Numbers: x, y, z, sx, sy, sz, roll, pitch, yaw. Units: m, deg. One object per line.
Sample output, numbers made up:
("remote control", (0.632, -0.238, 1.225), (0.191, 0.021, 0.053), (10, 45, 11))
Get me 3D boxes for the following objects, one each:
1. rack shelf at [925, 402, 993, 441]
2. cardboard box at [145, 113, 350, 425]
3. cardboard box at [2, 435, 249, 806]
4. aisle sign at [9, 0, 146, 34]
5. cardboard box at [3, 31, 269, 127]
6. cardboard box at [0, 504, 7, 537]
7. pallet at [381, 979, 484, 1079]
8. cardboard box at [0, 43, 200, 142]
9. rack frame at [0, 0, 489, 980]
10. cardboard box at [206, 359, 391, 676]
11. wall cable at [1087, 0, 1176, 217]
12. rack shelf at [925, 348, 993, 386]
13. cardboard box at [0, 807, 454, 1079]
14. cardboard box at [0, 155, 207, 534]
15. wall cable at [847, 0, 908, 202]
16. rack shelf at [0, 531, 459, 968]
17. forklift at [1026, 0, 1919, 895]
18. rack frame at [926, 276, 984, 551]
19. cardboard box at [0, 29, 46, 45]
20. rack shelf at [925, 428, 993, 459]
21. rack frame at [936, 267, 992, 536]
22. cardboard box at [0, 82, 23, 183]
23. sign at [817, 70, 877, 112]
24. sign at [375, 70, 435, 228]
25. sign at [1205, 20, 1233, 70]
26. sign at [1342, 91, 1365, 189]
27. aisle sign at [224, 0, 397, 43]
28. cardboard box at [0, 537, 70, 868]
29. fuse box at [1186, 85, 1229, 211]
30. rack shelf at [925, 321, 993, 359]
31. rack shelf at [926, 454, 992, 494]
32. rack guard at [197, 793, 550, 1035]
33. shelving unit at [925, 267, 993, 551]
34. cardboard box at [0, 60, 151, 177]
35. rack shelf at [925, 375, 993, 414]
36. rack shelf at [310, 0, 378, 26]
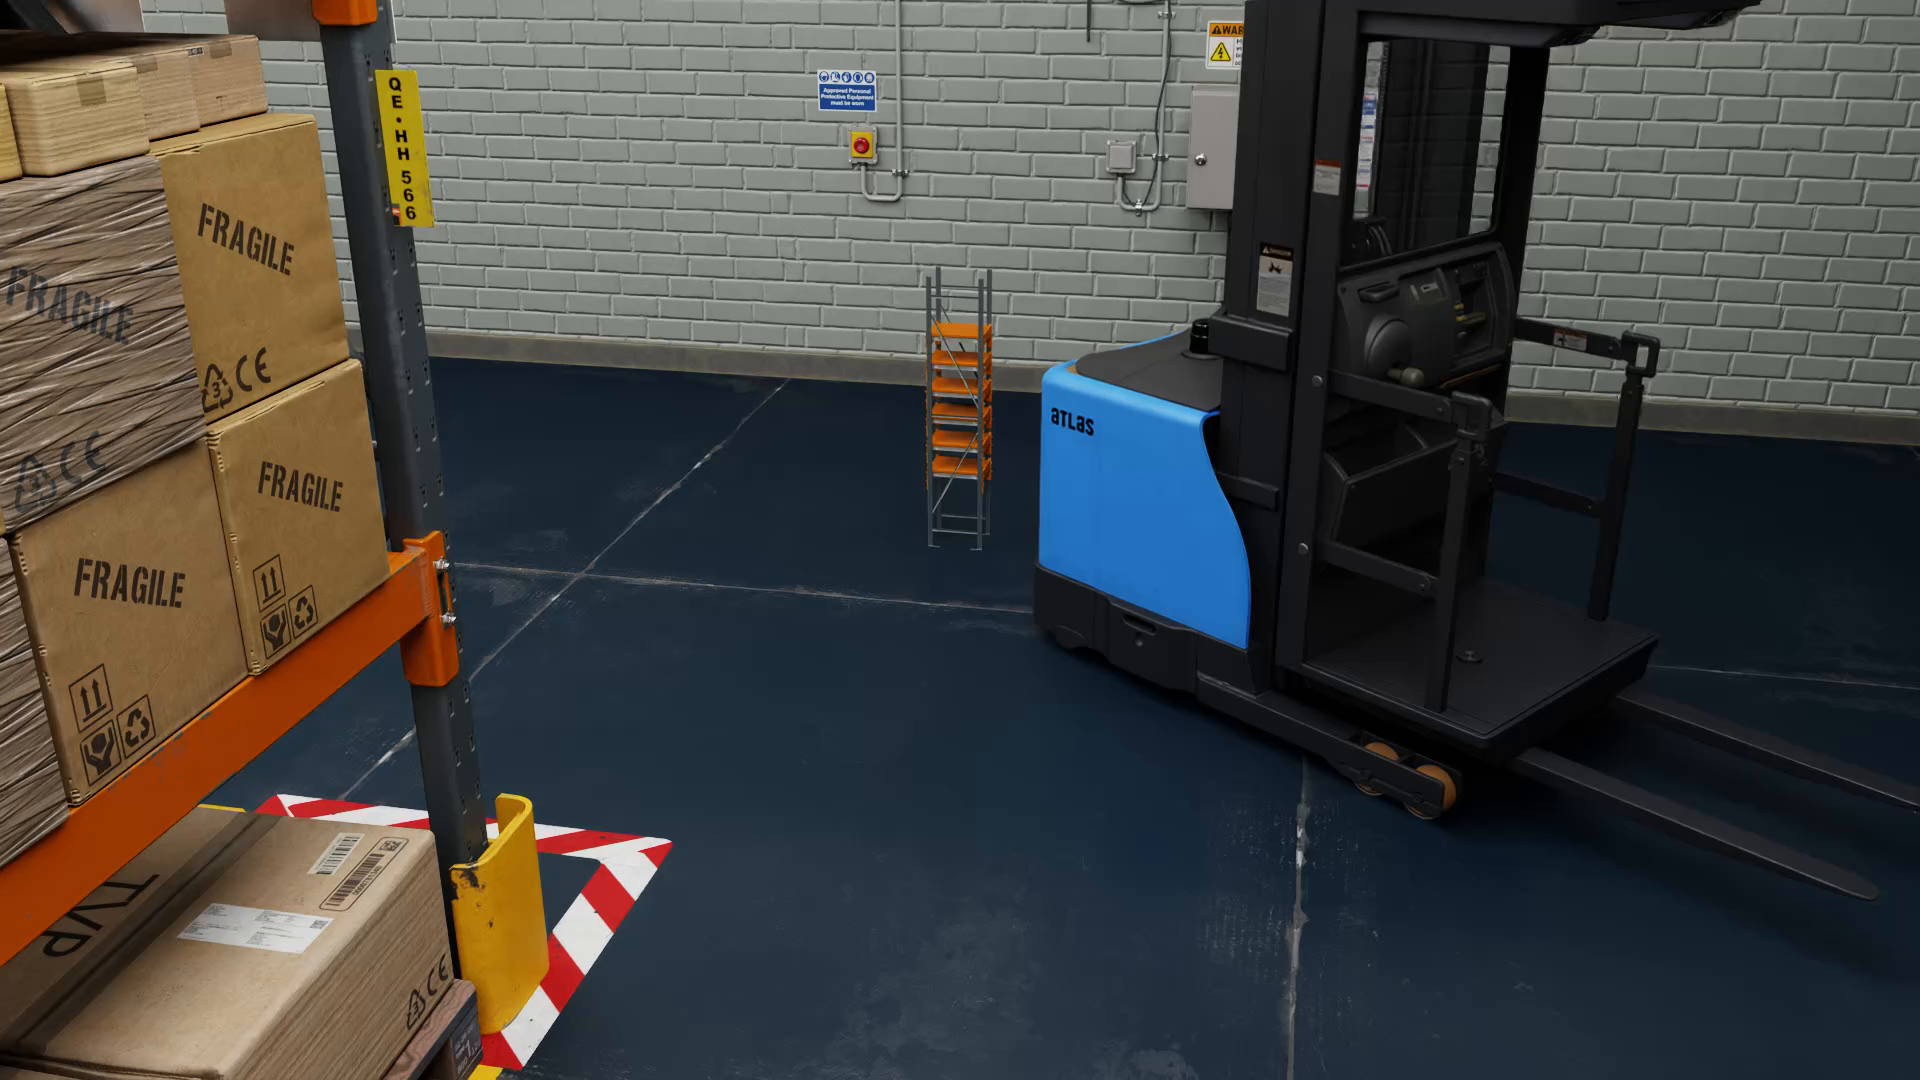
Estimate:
("rack shelf", (-0.003, -0.510, 7.133), (0.258, 0.103, 0.180), (4, 22, 11))
("cardboard box", (-1.573, -0.542, 3.212), (0.500, 0.500, 0.500), (5, 23, 13))
("cardboard box", (-1.664, 0.106, 2.940), (0.500, 0.500, 0.500), (4, 22, 10))
("aisle sign", (-1.976, -1.481, 3.535), (0.394, 0.787, 0.004), (4, 22, 11))
("cardboard box", (-1.584, -0.891, 3.210), (0.380, 0.149, 0.250), (5, 22, 12))
("cardboard box", (-1.755, -0.168, 2.283), (0.500, 0.500, 0.500), (4, 22, 11))
("pallet", (-1.794, 1.366, 3.680), (1.003, 0.211, 1.213), (4, 22, 11))
("cardboard box", (-1.613, -0.796, 2.975), (0.380, 0.149, 0.250), (5, 22, 12))
("rack frame", (-1.707, -0.226, 3.900), (1.000, 3.000, 0.127), (4, 22, 11))
("cardboard box", (-1.547, -0.076, 3.393), (0.500, 0.500, 0.500), (5, 22, 11))
("wall cable", (0.811, -2.658, 8.577), (0.588, 1.984, 0.122), (4, 22, 11))
("rack shelf", (-0.003, -0.733, 7.043), (0.258, 0.103, 0.180), (4, 22, 11))
("cardboard box", (-1.744, 1.016, 3.682), (0.875, 0.438, 0.875), (4, 22, 9))
("cardboard box", (-1.650, -0.349, 2.732), (0.500, 0.500, 0.500), (5, 22, 11))
("wall cable", (-0.580, -2.776, 8.829), (0.585, 1.953, 0.123), (4, 22, 11))
("rack shelf", (-2.115, 0.839, 2.218), (1.077, 0.370, 4.000), (4, 22, 11))
("forklift", (1.616, -0.715, 5.205), (1.130, 2.935, 3.031), (-19, 29, -39))
("rack frame", (-0.022, -0.518, 7.033), (0.240, 1.200, 0.006), (4, 22, 11))
("cardboard box", (-2.051, -0.929, 3.304), (0.380, 0.149, 0.250), (5, 22, 12))
("rack shelf", (-0.003, -0.399, 7.178), (0.258, 0.103, 0.180), (4, 22, 11))
("rack frame", (0.016, -0.585, 7.199), (0.240, 1.200, 0.006), (4, 22, 11))
("cardboard box", (-1.675, -0.606, 2.503), (0.380, 0.149, 0.250), (5, 22, 12))
("sign", (-0.614, -2.442, 9.039), (0.327, 0.218, 0.001), (4, 22, 11))
("sign", (-1.179, -0.827, 3.524), (0.100, 0.325, 0.005), (4, 22, 11))
("sign", (1.435, -2.540, 8.539), (0.339, 0.242, 0.001), (4, 22, 11))
("sign", (1.973, -2.071, 8.607), (0.329, 0.494, 0.001), (4, 22, 11))
("aisle sign", (-1.389, -1.435, 3.421), (0.394, 0.787, 0.004), (4, 22, 11))
("cardboard box", (-1.759, 0.295, 2.472), (0.500, 0.500, 0.500), (5, 22, 12))
("fuse box", (1.447, -1.479, 8.736), (0.539, 1.711, 0.414), (4, 22, 11))
("rack shelf", (-0.003, -0.844, 6.998), (0.258, 0.103, 0.180), (4, 22, 11))
("rack shelf", (-0.003, -0.287, 7.223), (0.258, 0.103, 0.180), (4, 22, 11))
("rack guard", (-1.702, 0.924, 4.389), (1.175, 0.500, 0.348), (4, 22, 11))
("shelving unit", (-0.003, -0.551, 7.116), (0.258, 1.200, 0.189), (4, 22, 11))
("cardboard box", (-1.583, -0.695, 2.724), (0.380, 0.149, 0.250), (4, 22, 10))
("rack shelf", (-0.003, -0.621, 7.088), (0.258, 0.103, 0.180), (4, 22, 11))
("rack shelf", (-2.115, -0.553, 1.658), (1.077, 0.370, 4.000), (4, 22, 11))
